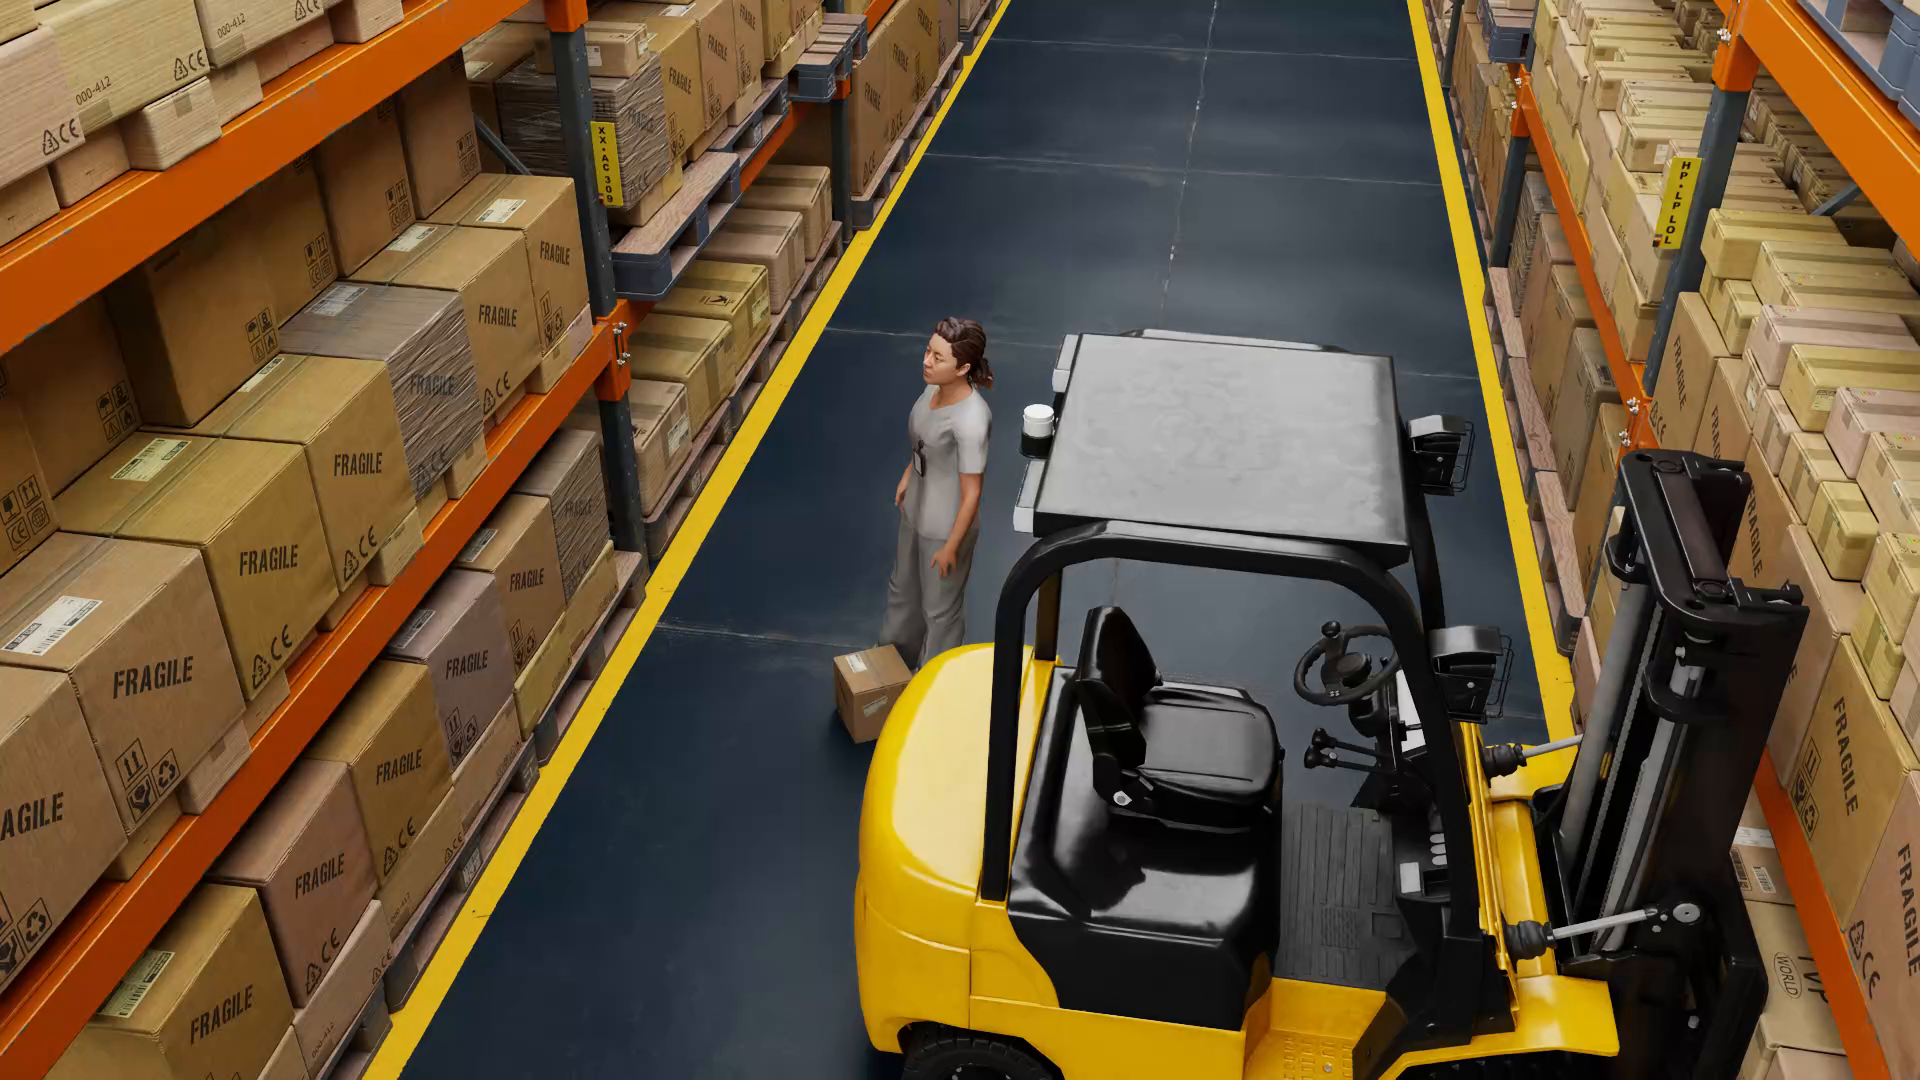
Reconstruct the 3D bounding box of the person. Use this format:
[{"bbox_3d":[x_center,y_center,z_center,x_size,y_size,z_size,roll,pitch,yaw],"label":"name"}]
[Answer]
[{"bbox_3d":[-0.143,-0.060,6.225,0.549,1.665,0.549,-11,34,-16],"label":"person"}]
